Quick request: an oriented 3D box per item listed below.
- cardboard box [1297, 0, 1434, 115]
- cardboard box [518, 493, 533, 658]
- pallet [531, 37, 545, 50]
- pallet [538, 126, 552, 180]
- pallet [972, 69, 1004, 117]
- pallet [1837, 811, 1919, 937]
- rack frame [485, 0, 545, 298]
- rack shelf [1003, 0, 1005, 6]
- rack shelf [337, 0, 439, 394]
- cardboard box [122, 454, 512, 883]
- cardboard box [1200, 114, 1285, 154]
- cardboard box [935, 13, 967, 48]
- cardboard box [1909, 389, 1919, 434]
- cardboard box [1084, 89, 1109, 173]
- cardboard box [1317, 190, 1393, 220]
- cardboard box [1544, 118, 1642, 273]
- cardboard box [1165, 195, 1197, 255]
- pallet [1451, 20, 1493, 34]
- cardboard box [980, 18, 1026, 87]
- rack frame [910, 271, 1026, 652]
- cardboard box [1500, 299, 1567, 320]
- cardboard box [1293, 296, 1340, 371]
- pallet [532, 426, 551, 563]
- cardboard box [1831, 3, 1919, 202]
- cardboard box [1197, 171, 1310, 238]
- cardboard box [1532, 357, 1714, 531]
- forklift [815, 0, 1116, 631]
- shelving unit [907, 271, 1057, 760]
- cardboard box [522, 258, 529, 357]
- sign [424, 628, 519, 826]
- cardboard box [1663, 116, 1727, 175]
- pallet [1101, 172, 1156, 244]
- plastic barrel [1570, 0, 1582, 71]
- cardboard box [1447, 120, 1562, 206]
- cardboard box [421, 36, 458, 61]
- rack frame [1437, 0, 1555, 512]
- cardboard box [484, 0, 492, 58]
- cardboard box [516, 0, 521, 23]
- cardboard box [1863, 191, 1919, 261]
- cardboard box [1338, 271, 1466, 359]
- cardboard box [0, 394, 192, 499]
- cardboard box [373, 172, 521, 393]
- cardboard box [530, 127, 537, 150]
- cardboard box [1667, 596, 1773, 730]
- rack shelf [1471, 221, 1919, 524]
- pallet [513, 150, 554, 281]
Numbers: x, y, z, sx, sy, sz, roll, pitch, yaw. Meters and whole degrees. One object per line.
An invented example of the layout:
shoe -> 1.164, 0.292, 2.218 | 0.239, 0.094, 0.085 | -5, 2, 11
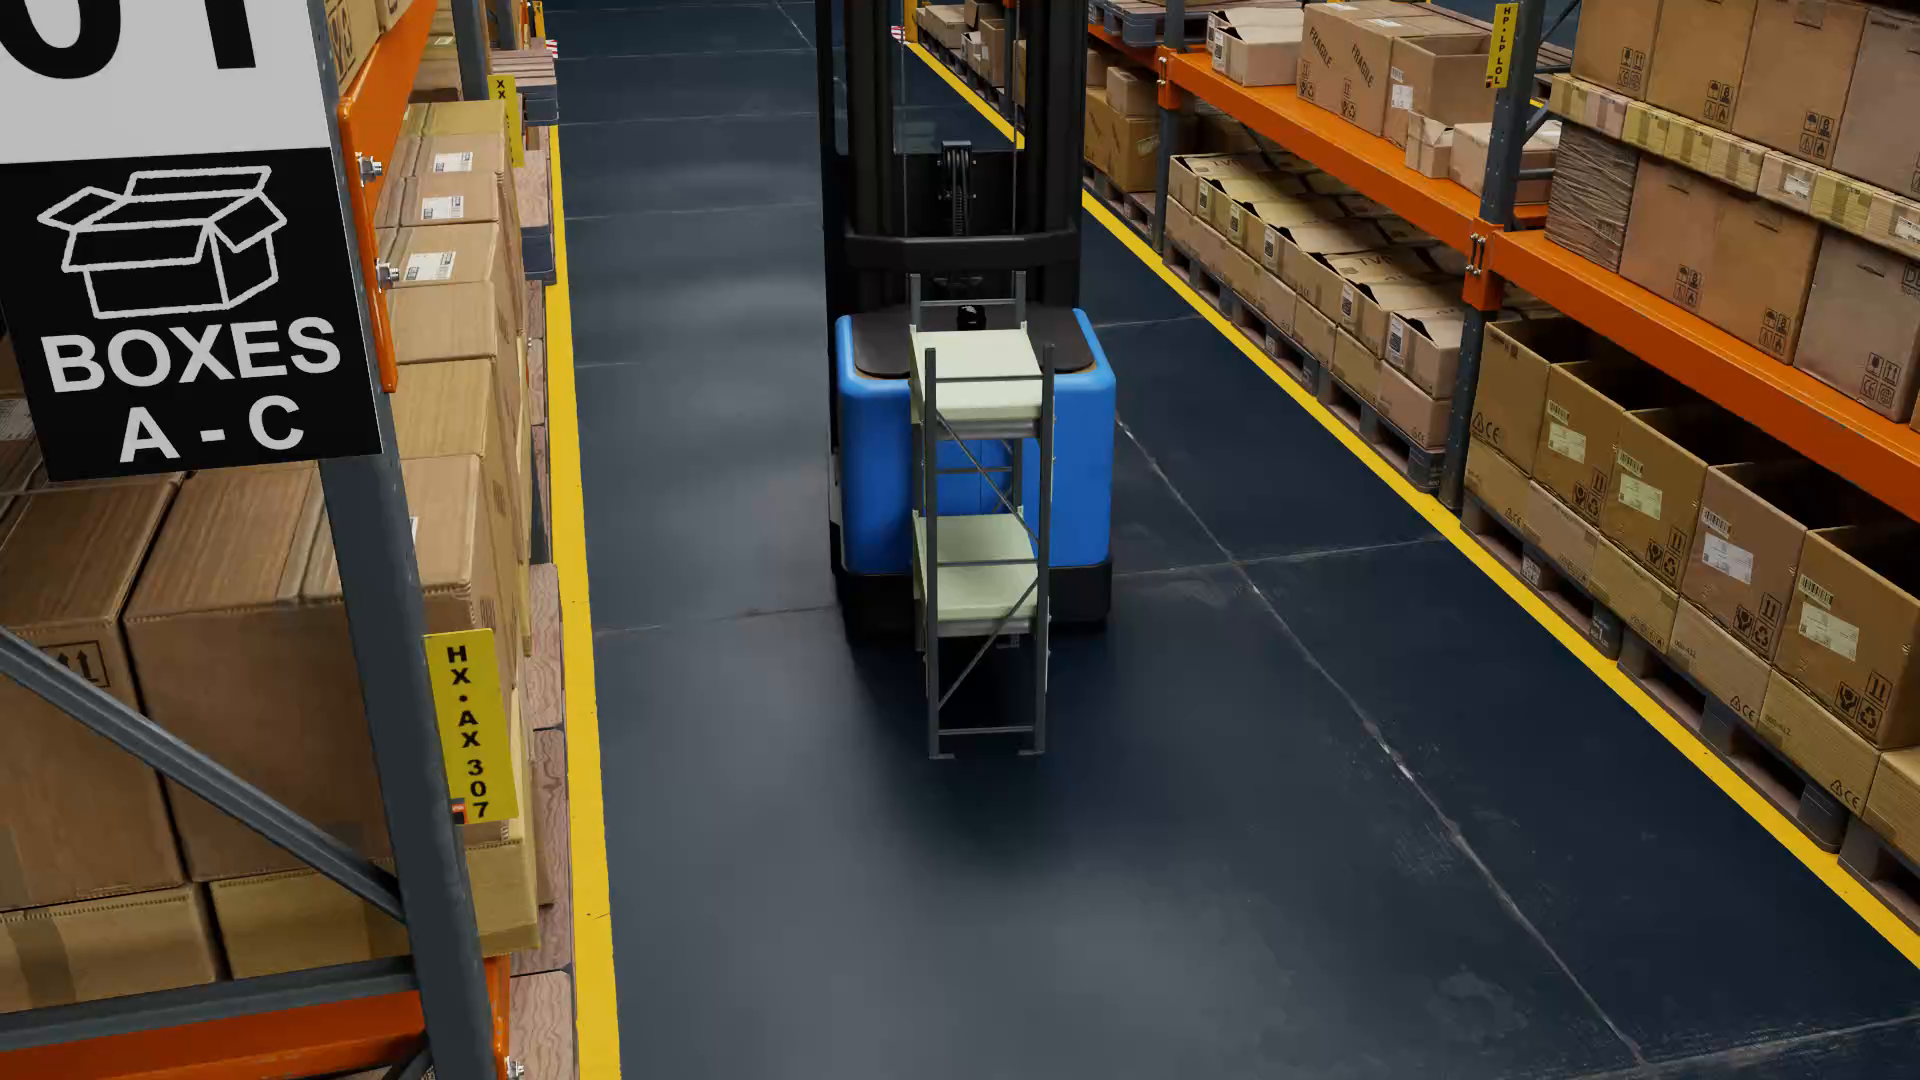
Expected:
cardboard box -> 2.177, -2.609, 8.980 | 0.500, 0.500, 0.500 | -7, 28, -14
cardboard box -> -1.280, 0.078, 3.911 | 0.500, 0.250, 0.500 | -6, 27, -12
pallet -> -4.588, -4.719, 16.365 | 1.003, 0.211, 1.213 | -6, 27, -12
pallet -> -3.696, -2.975, 12.910 | 1.003, 0.211, 1.213 | -6, 27, -12
pallet -> 0.728, -4.112, 15.163 | 1.003, 0.211, 1.213 | -6, 27, -12
pallet -> 3.373, 1.126, 4.785 | 1.003, 0.211, 1.213 | -6, 27, -12
rack frame -> -3.042, -2.795, 9.458 | 1.000, 3.000, 0.127 | -6, 27, -12
rack shelf -> 0.431, -5.612, 15.839 | 1.077, 0.370, 4.000 | -6, 27, -12
rack shelf -> -1.690, -1.179, 3.726 | 1.077, 0.370, 4.000 | -6, 27, -12
cardboard box -> -1.054, 0.200, 2.836 | 0.500, 0.500, 0.500 | -6, 27, -12
cardboard box -> 1.959, -2.609, 11.376 | 0.500, 0.500, 0.500 | -5, 27, -9
cardboard box -> 0.052, -5.074, 16.537 | 0.500, 0.250, 0.500 | -6, 27, -12
cardboard box -> 3.264, -0.487, 4.775 | 0.700, 0.500, 0.500 | -6, 27, -11
cardboard box -> 1.228, -2.994, 12.139 | 0.500, 0.500, 0.500 | -7, 28, -13
cardboard box -> 2.376, -1.856, 9.560 | 0.500, 0.311, 0.500 | -6, 27, -12
cardboard box -> 2.791, -1.394, 6.572 | 0.700, 0.500, 0.500 | -7, 28, -13
cardboard box -> 1.615, -2.000, 10.469 | 0.500, 0.250, 0.500 | -6, 27, -12
pallet -> 5.227, -5.168, 17.254 | 1.003, 0.211, 1.213 | -6, 27, -12
cardboard box -> 0.477, -4.357, 14.840 | 0.500, 0.500, 0.500 | -6, 27, -12
rack frame -> 0.028, -0.251, 6.082 | 0.400, 1.500, 0.023 | -2, 27, -4
cardboard box -> 2.834, -0.961, 7.787 | 0.500, 0.311, 0.500 | -6, 27, -11
cardboard box -> 2.081, -1.103, 8.692 | 0.500, 0.250, 0.500 | -5, 27, -10
pallet -> -2.317, -0.136, 7.285 | 1.003, 0.211, 1.213 | -6, 27, -12
cardboard box -> 3.130, -1.312, 4.970 | 0.700, 0.500, 0.500 | -6, 27, -12
cardboard box -> 1.742, -2.020, 9.887 | 0.500, 0.311, 0.500 | -7, 28, -13
cardboard box -> 2.605, -0.384, 6.436 | 0.500, 0.500, 0.500 | -6, 27, -12
forklift -> -0.055, -1.591, 7.149 | 1.130, 2.935, 3.031 | -2, 27, -4
shelving unit -> 0.059, -0.086, 5.757 | 0.431, 1.500, 0.755 | -2, 27, -4
cardboard box -> -1.738, -0.804, 5.658 | 0.500, 0.250, 0.500 | -6, 27, -11
sign -> -0.711, 0.275, 2.415 | 0.100, 0.325, 0.005 | -6, 27, -12
cardboard box -> 2.734, -1.402, 5.868 | 0.380, 0.149, 0.250 | -6, 27, -12
pallet -> 1.652, -2.386, 11.744 | 1.003, 0.211, 1.213 | -6, 27, -12
plastic barrel -> 5.815, -4.567, 14.832 | 0.600, 0.901, 0.708 | -6, 27, -12
cardboard box -> 2.531, -1.688, 7.432 | 0.500, 0.250, 0.500 | -4, 27, -8
cardboard box -> -2.341, -1.753, 6.795 | 0.700, 0.500, 0.500 | -3, 27, -6
rack frame -> 2.685, -1.544, 6.979 | 1.000, 3.000, 0.127 | -6, 27, -12
cardboard box -> -2.926, -2.831, 8.930 | 0.700, 0.500, 0.500 | -9, 28, -18
cardboard box -> -3.011, -3.451, 10.296 | 0.500, 0.500, 0.500 | -5, 27, -10
cardboard box -> 2.963, -0.951, 4.974 | 0.380, 0.149, 0.250 | -6, 27, -12
cardboard box -> 2.191, -1.130, 8.124 | 0.500, 0.311, 0.500 | -5, 27, -10
cardboard box -> -1.656, 0.033, 3.168 | 0.500, 0.500, 0.500 | -6, 27, -11
cardboard box -> -1.512, -0.699, 4.618 | 0.500, 0.500, 0.500 | -7, 28, -13
cardboard box -> -3.271, -2.744, 11.277 | 0.750, 0.750, 0.750 | -6, 27, -12
cardboard box -> 2.828, 0.390, 5.734 | 0.500, 0.250, 0.500 | -6, 27, -12
rack shelf -> 3.136, -0.344, 5.402 | 1.077, 0.370, 4.000 | -6, 27, -12
pallet -> -2.171, -1.304, 6.717 | 1.003, 0.211, 1.213 | -6, 27, -12
